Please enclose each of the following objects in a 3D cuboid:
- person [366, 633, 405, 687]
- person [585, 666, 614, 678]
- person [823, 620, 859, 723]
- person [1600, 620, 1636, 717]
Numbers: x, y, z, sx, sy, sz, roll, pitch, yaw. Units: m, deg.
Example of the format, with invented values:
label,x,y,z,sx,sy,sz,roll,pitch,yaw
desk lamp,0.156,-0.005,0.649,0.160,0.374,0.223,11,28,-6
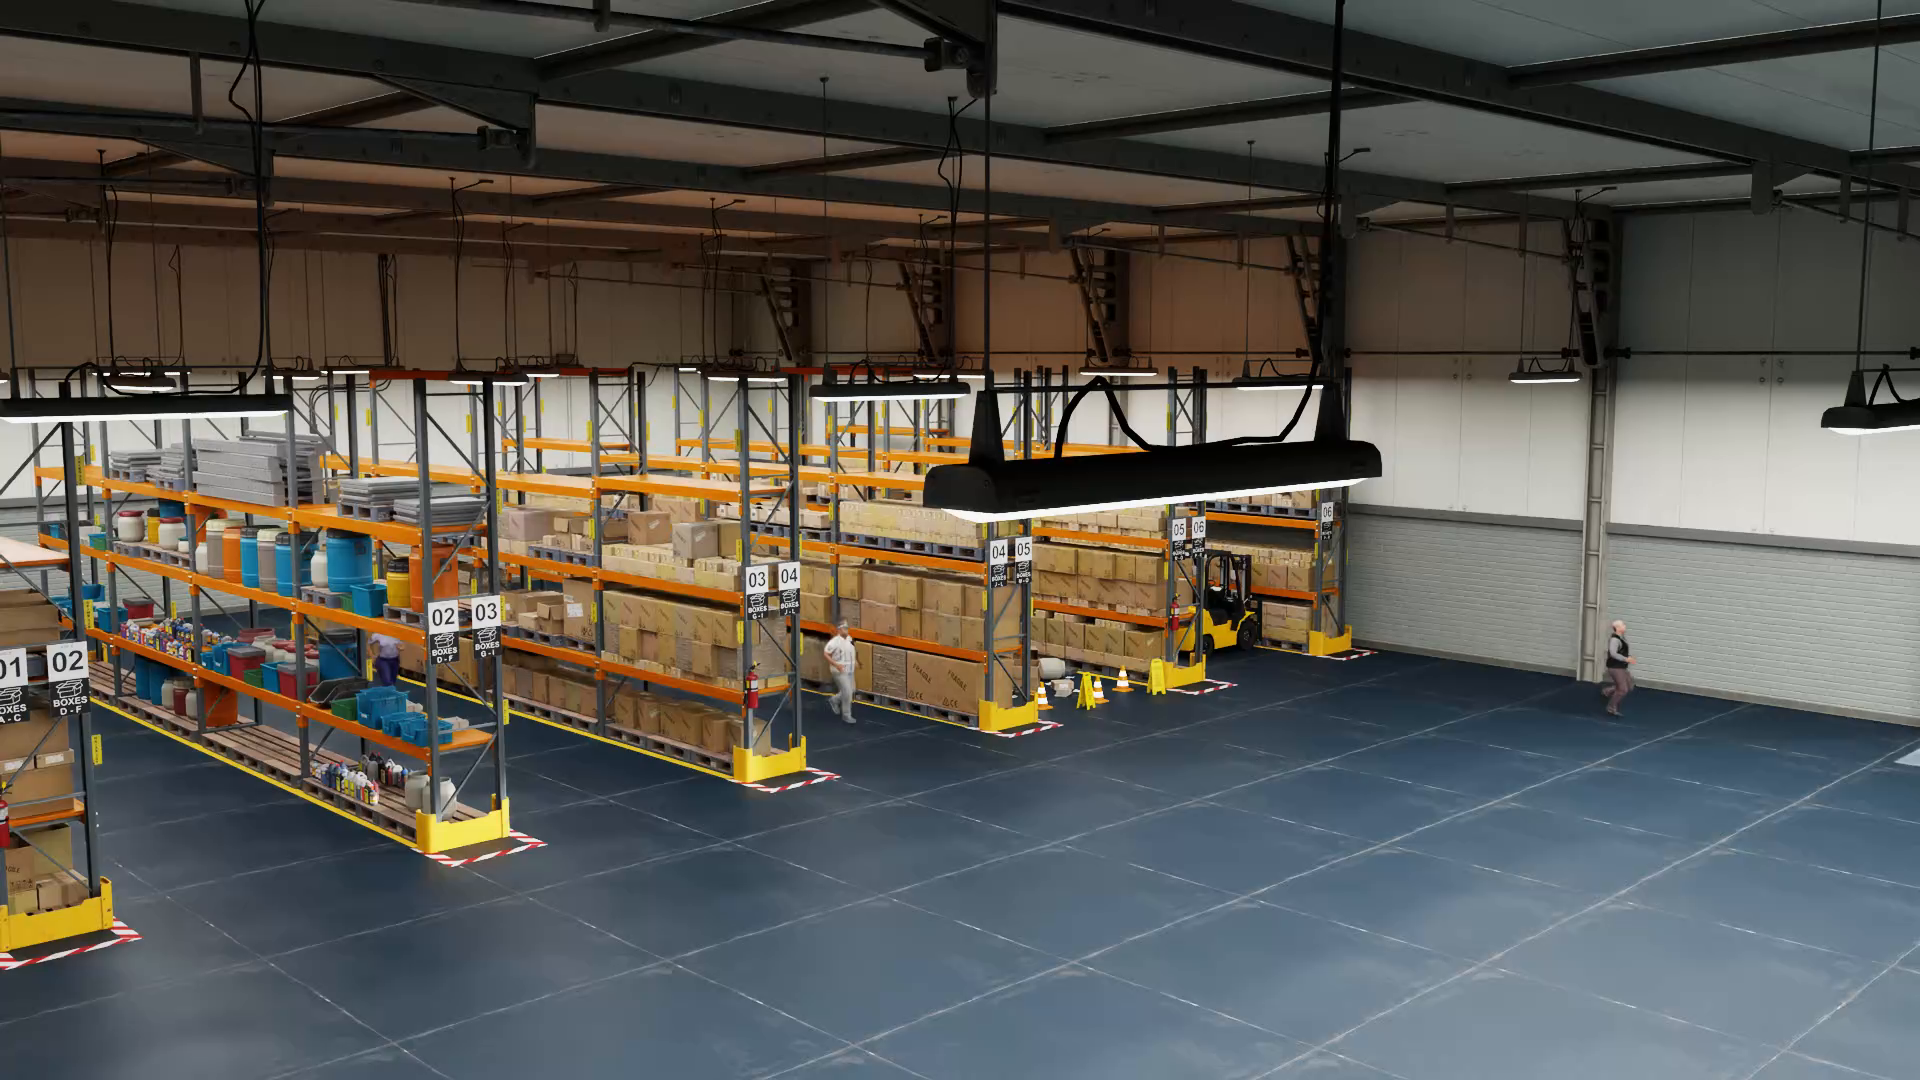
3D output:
label,x,y,z,sx,sy,sz,roll,pitch,yaw
person,-10.059,2.211,29.226,0.847,1.688,0.589,5,8,40
person,-6.777,1.940,31.543,0.622,1.736,0.878,-6,9,-41
person,-2.050,2.243,28.598,0.695,1.763,0.672,5,8,35
person,11.473,2.231,28.980,0.591,1.685,0.698,4,7,29
